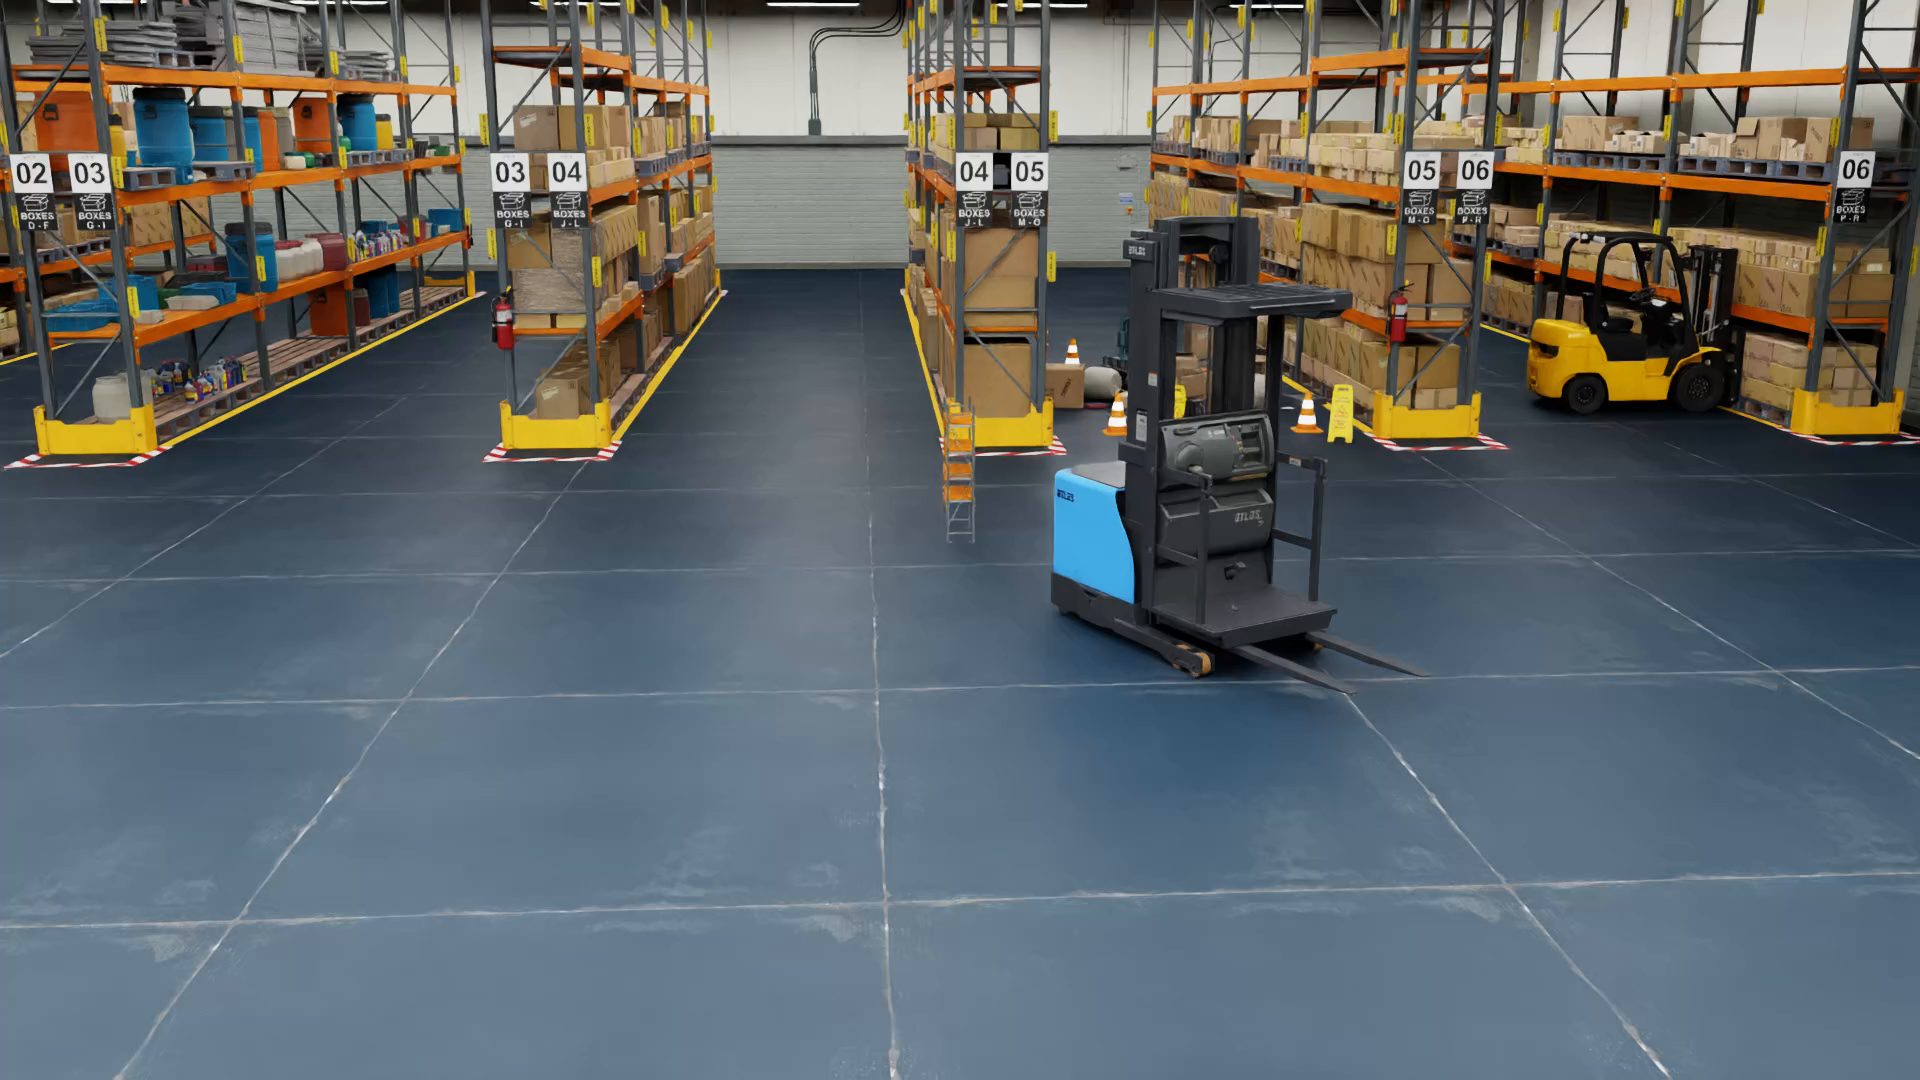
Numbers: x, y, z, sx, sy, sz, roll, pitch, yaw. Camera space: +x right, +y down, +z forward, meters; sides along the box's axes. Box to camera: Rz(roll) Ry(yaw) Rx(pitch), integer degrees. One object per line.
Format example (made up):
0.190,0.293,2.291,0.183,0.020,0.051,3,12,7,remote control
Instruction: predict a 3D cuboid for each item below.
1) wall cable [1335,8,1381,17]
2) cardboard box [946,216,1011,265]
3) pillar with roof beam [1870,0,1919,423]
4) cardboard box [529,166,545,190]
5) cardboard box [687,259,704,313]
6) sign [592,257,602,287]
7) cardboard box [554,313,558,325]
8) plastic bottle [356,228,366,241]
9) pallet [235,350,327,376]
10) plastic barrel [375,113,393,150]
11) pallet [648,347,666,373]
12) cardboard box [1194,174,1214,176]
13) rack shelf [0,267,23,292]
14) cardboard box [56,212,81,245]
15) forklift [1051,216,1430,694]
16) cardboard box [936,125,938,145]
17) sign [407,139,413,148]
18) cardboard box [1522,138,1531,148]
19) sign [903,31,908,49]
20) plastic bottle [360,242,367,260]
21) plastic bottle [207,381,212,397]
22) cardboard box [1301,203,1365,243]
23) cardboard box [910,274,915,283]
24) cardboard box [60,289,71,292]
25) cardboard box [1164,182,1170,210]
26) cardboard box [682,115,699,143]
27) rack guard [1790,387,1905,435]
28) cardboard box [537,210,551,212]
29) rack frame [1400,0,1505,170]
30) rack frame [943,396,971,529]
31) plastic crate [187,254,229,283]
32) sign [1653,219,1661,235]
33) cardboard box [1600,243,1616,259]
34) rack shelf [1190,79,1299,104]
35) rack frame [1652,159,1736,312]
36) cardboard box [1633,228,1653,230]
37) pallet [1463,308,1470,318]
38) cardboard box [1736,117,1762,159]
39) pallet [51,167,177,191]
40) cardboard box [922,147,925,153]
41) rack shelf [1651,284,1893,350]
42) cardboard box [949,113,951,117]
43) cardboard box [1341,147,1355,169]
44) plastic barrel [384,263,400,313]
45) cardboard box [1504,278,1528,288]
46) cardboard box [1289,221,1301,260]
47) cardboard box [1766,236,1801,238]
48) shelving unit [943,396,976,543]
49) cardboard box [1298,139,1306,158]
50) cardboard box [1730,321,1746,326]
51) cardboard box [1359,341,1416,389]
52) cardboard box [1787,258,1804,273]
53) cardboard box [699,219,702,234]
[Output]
10.276,-13.728,38.659,2.988,3.039,0.133,-1,14,-3,wall cable
0.279,-3.642,20.193,0.875,0.550,0.500,-1,14,-3,cardboard box
6.899,-5.752,18.823,9.100,9.000,0.400,-1,14,-3,pillar with roof beam
-4.789,-3.992,18.301,0.500,0.250,0.500,-1,14,-2,cardboard box
-5.190,-4.495,29.400,1.225,0.875,0.875,-1,14,-3,cardboard box
-3.964,-2.923,18.131,0.100,0.325,0.005,-1,14,-3,sign
-4.744,-2.504,18.742,0.380,0.149,0.250,-1,14,-3,cardboard box
-10.492,-5.277,29.115,0.144,0.351,0.185,-1,14,-3,plastic bottle
-9.863,-2.562,24.061,1.003,0.211,1.213,-1,14,-3,pallet
-9.934,-6.927,28.188,0.600,0.588,0.600,0,14,0,plastic barrel
-4.882,-2.638,24.354,1.003,0.211,1.213,-1,14,-3,pallet
4.747,-7.006,32.228,0.380,0.149,0.250,0,14,-2,cardboard box
-14.765,-3.487,23.504,1.077,0.370,4.000,-1,14,-3,rack shelf
-14.966,-5.141,27.445,0.700,0.500,0.500,-5,15,-18,cardboard box
1.868,-0.644,11.146,1.130,2.935,3.031,-9,17,-30,forklift
-0.046,-5.192,21.326,0.500,0.250,0.500,-1,14,-3,cardboard box
-9.643,-6.868,29.164,0.100,0.325,0.005,-1,14,-3,sign
9.535,-6.565,27.503,0.380,0.149,0.250,-1,14,-3,cardboard box
-1.082,-9.914,32.965,0.100,0.325,0.005,-1,14,-3,sign
-9.655,-4.671,26.896,0.061,0.283,0.133,-1,14,-3,plastic bottle
-9.284,-1.867,20.497,0.097,0.201,0.097,0,14,0,plastic bottle
4.948,-4.207,22.054,0.700,0.500,0.500,-1,14,-4,cardboard box
-0.792,-5.165,32.861,0.380,0.149,0.250,0,14,-2,cardboard box
-15.282,-3.949,27.990,0.500,0.500,0.500,-1,14,-3,cardboard box
4.250,-6.656,32.169,0.500,0.500,0.500,-1,14,-3,cardboard box
-5.277,-7.693,31.141,0.700,0.500,0.500,0,14,-1,cardboard box
10.341,-1.510,19.390,1.175,0.500,0.348,-1,14,-3,rack guard
-4.916,-3.803,20.481,0.500,0.500,0.500,-1,14,-3,cardboard box
5.385,-5.554,18.053,1.000,3.000,0.127,-1,14,-3,rack frame
-0.025,-0.683,14.773,0.240,1.200,0.015,-1,14,-3,rack frame
-10.032,-3.561,22.217,0.402,0.464,0.583,-1,14,-3,plastic crate
9.550,-4.232,22.792,0.100,0.325,0.005,-1,14,-3,sign
9.741,-4.264,24.375,0.500,0.250,0.500,-1,14,-2,cardboard box
4.766,-7.499,27.858,1.077,0.370,4.000,-1,14,-3,rack shelf
10.091,-3.721,22.968,1.000,3.000,0.127,-1,14,-3,rack frame
10.236,-4.554,24.704,0.380,0.149,0.250,-1,14,-3,cardboard box
9.684,-4.158,30.264,1.003,0.211,1.213,-1,14,-3,pallet
10.107,-4.989,20.627,0.797,0.503,0.637,0,14,-2,cardboard box
-9.403,-3.988,18.364,1.003,0.211,1.213,-1,14,-3,pallet
-0.334,-6.176,26.289,0.500,0.500,0.500,-1,14,-3,cardboard box
10.215,-2.875,21.125,1.077,0.370,4.000,-1,14,-3,rack shelf
0.077,-4.657,18.446,0.380,0.149,0.250,-1,14,-3,cardboard box
4.984,-4.675,20.362,0.500,0.250,0.500,-1,14,-3,cardboard box
-10.176,-4.455,29.190,0.600,0.901,0.708,-1,14,-3,plastic barrel
9.553,-4.403,28.493,0.380,0.149,0.250,-1,14,-4,cardboard box
4.880,-4.151,22.998,0.500,0.500,0.500,-1,14,-4,cardboard box
10.444,-3.770,21.061,0.380,0.149,0.250,0,14,-2,cardboard box
-0.010,-0.622,14.537,0.258,1.200,0.503,-1,14,-3,shelving unit
4.957,-5.370,22.815,0.500,0.250,0.500,-1,14,-5,cardboard box
9.872,-2.701,21.672,0.500,0.250,0.500,0,14,-2,cardboard box
5.075,-2.079,19.756,0.500,0.500,0.500,-1,14,-3,cardboard box
9.993,-3.234,19.572,0.380,0.149,0.250,-1,14,-3,cardboard box
-5.043,-5.796,30.737,0.500,0.250,0.500,-1,14,-4,cardboard box
